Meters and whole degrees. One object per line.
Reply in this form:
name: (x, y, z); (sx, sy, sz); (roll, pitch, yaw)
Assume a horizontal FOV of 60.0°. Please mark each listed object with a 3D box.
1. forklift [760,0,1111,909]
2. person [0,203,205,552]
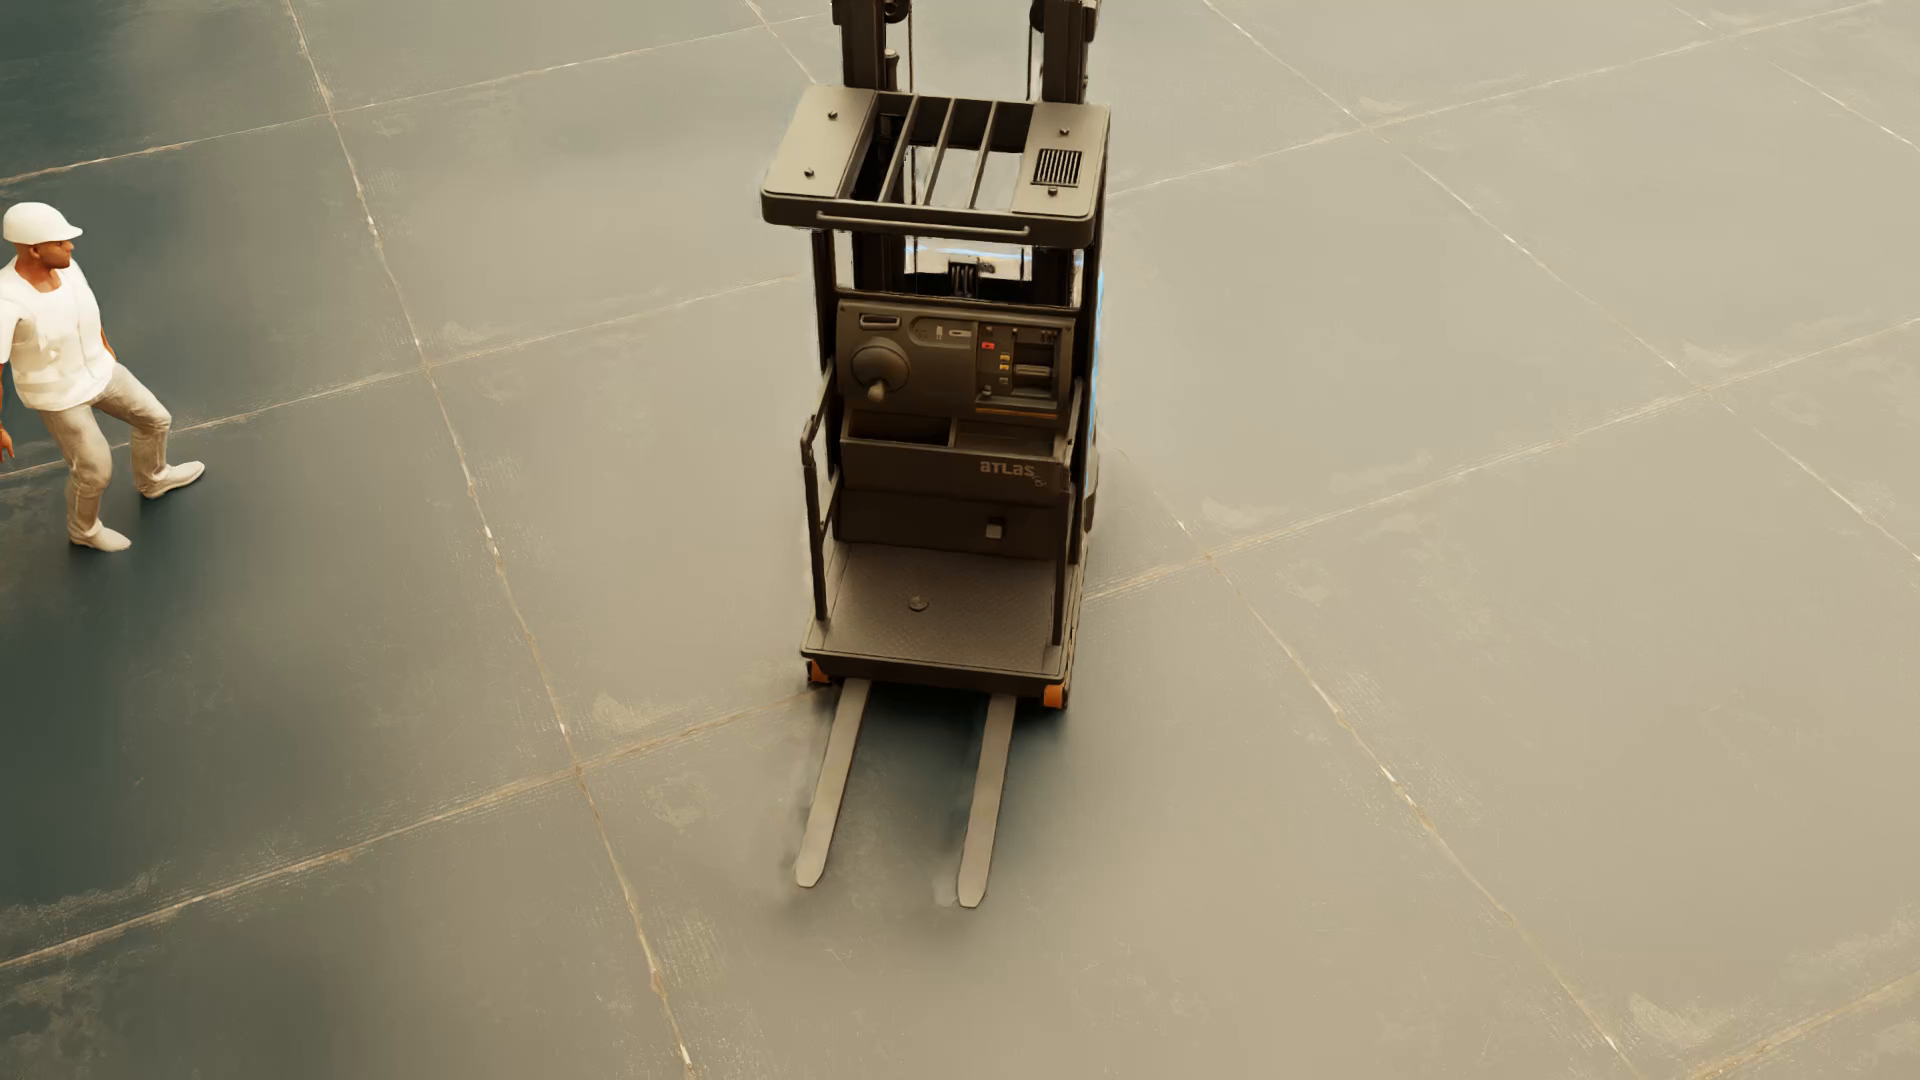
forklift: (-0.053, -0.621, 6.346); (1.130, 2.935, 3.031); (6, 43, 6)
person: (-3.920, -0.684, 7.327); (0.476, 1.733, 0.901); (11, 44, 11)
